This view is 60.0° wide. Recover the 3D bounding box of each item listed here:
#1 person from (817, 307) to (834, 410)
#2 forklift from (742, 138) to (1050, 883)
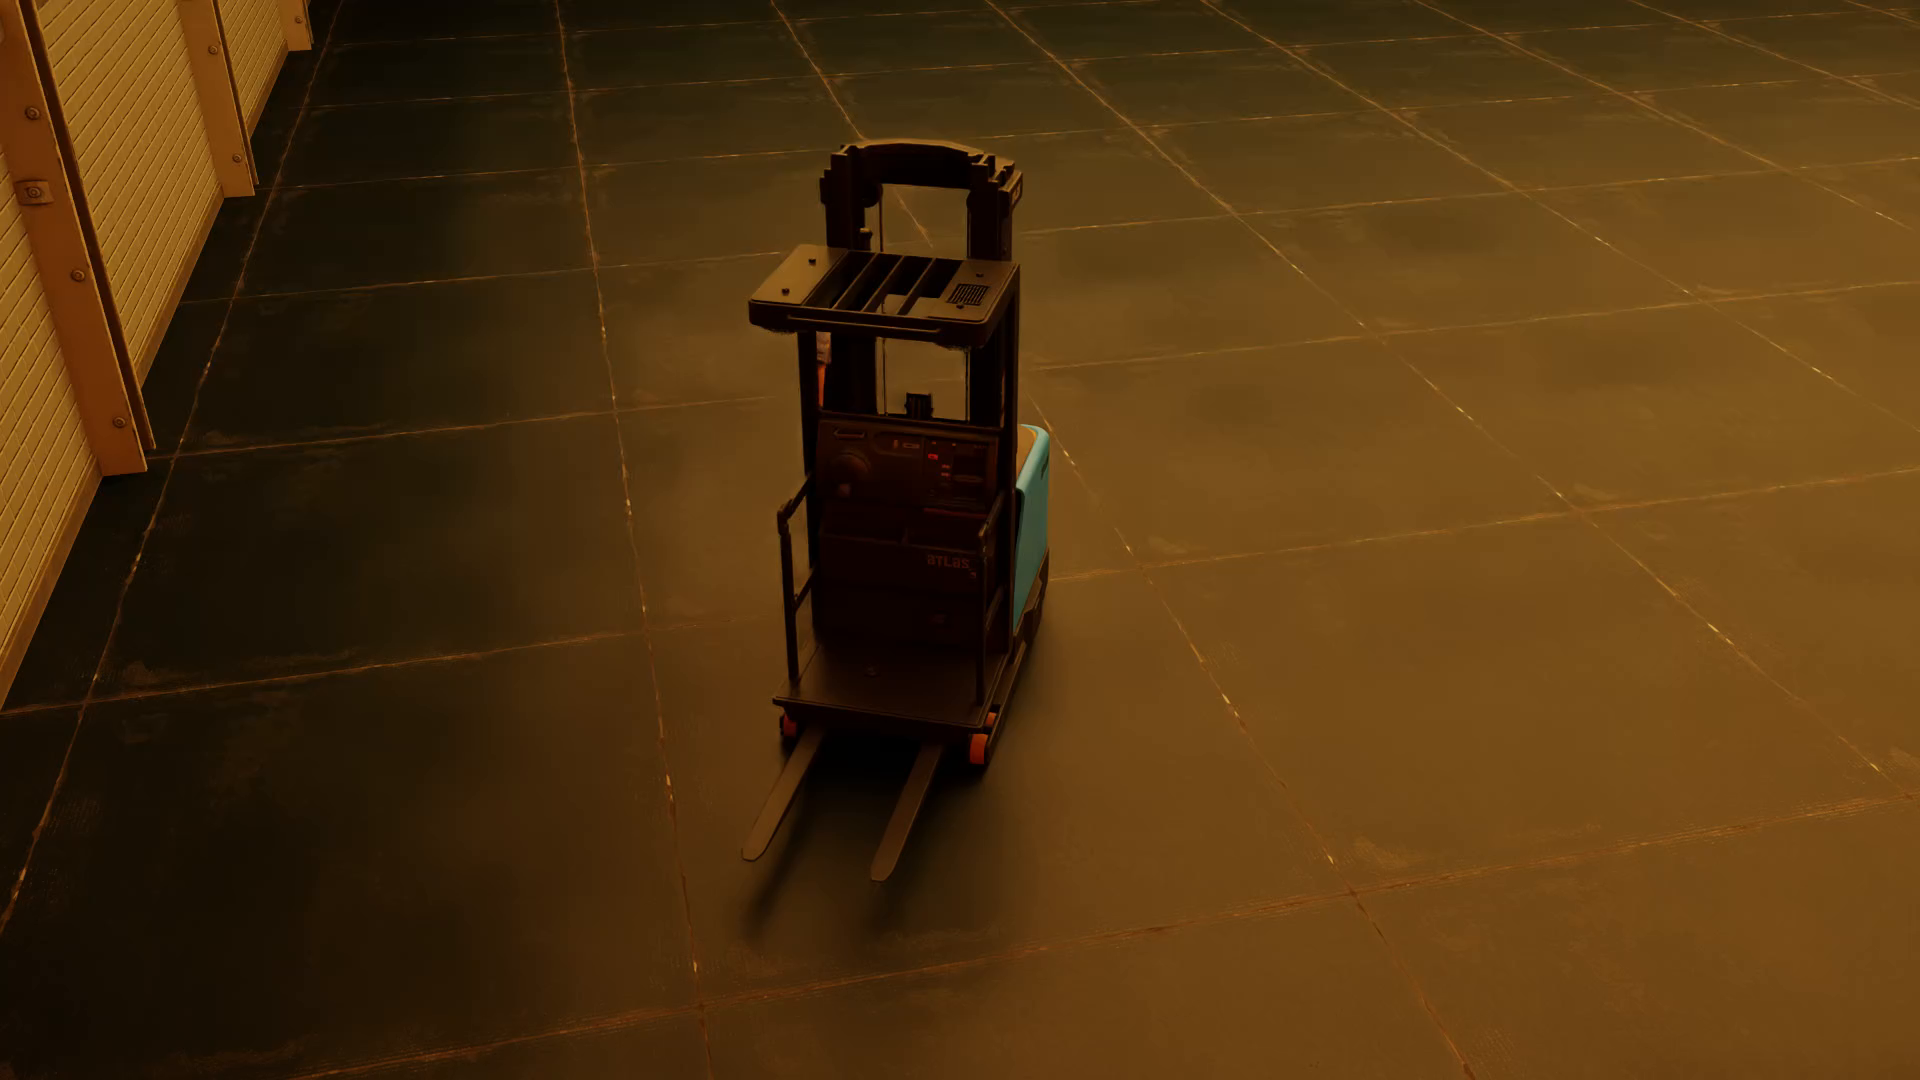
[{"bbox_3d":[-0.773,-0.925,10.517,0.395,1.619,0.827,3,30,6],"label":"person"},{"bbox_3d":[-0.315,-0.325,8.136,1.130,2.935,3.031,7,31,12],"label":"forklift"}]
